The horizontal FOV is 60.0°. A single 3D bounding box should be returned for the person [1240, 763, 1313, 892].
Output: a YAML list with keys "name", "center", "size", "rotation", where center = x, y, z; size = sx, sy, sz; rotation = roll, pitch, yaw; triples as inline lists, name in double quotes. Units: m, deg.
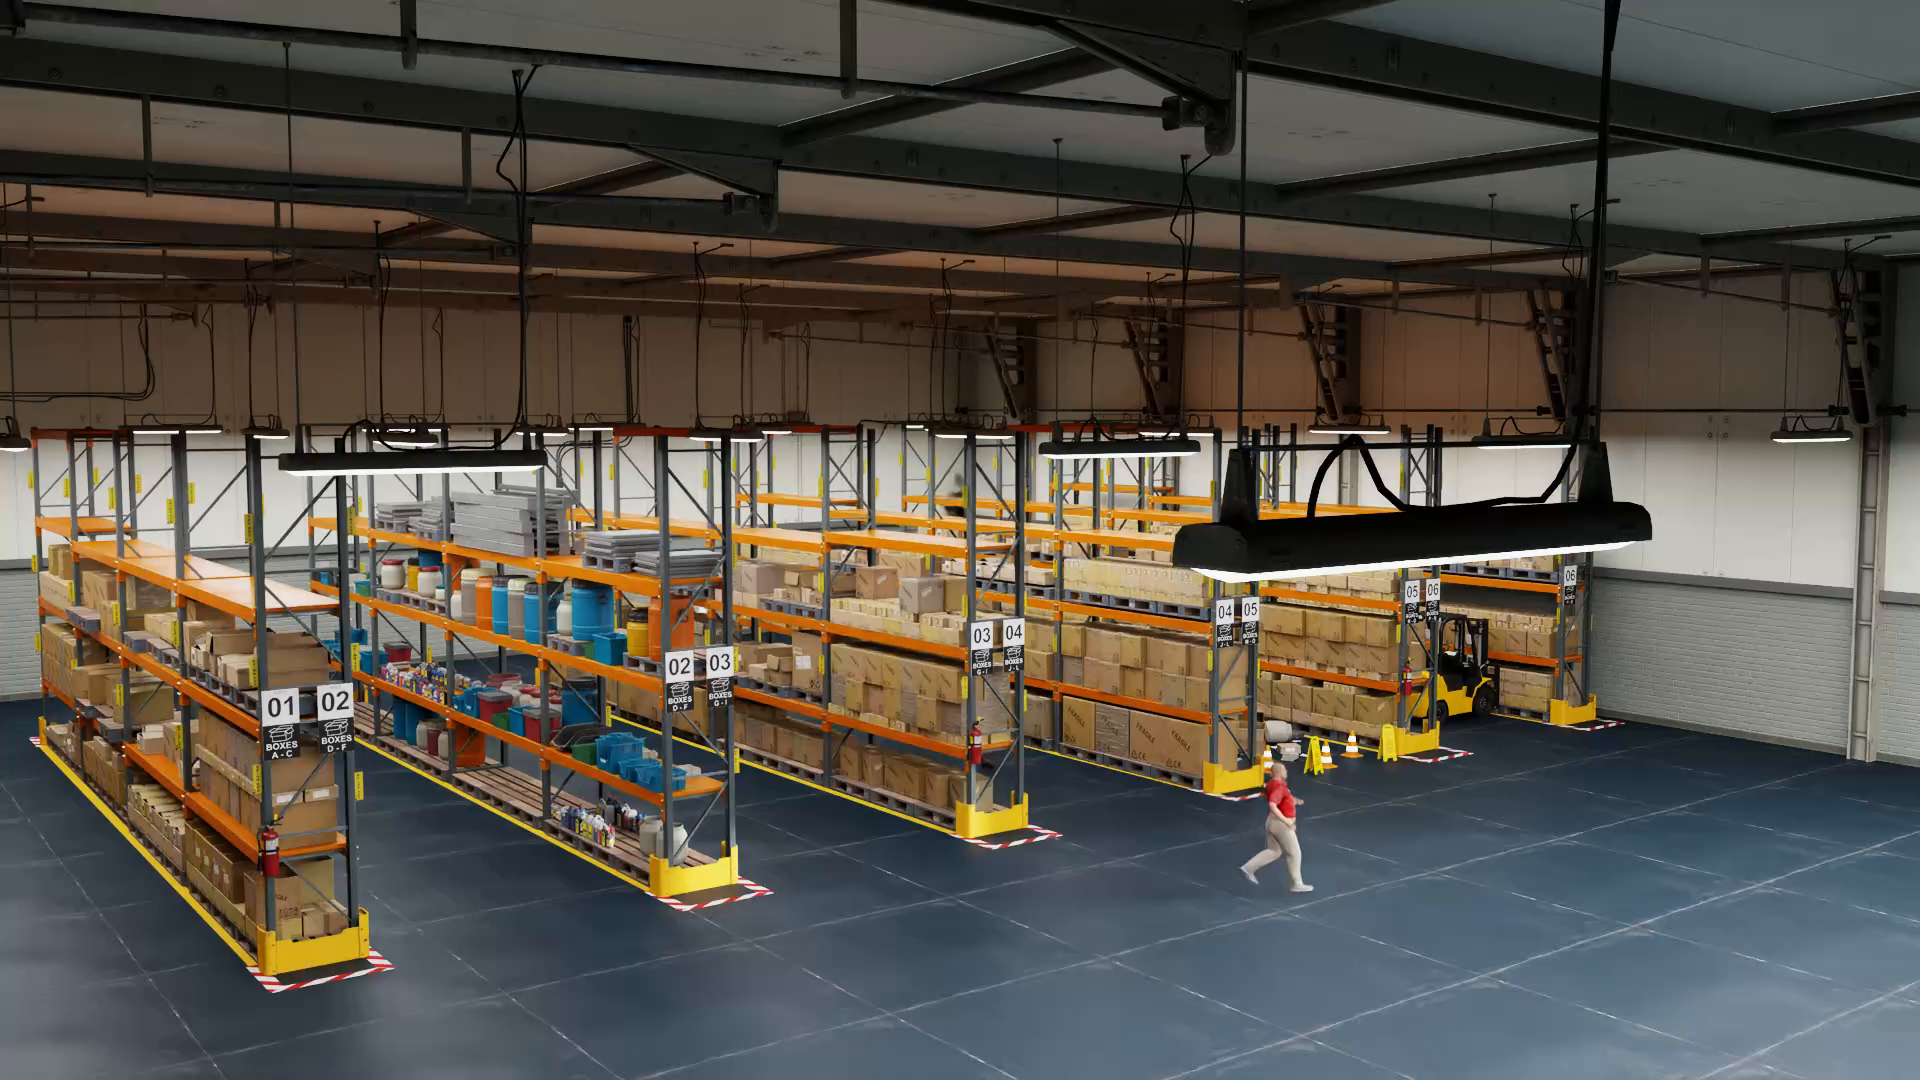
- name: "person"
  center: [4.167, 3.756, 21.758]
  size: [0.953, 1.700, 0.672]
  rotation: [-1, 5, -9]

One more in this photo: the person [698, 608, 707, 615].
- name: "person"
  center: [-6.118, 2.439, 39.109]
  size: [0.746, 1.689, 0.544]
  rotation: [-1, 5, -17]

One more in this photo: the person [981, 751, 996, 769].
- name: "person"
  center: [0.426, 3.193, 29.399]
  size: [0.586, 1.679, 0.659]
  rotation: [3, 6, 37]
